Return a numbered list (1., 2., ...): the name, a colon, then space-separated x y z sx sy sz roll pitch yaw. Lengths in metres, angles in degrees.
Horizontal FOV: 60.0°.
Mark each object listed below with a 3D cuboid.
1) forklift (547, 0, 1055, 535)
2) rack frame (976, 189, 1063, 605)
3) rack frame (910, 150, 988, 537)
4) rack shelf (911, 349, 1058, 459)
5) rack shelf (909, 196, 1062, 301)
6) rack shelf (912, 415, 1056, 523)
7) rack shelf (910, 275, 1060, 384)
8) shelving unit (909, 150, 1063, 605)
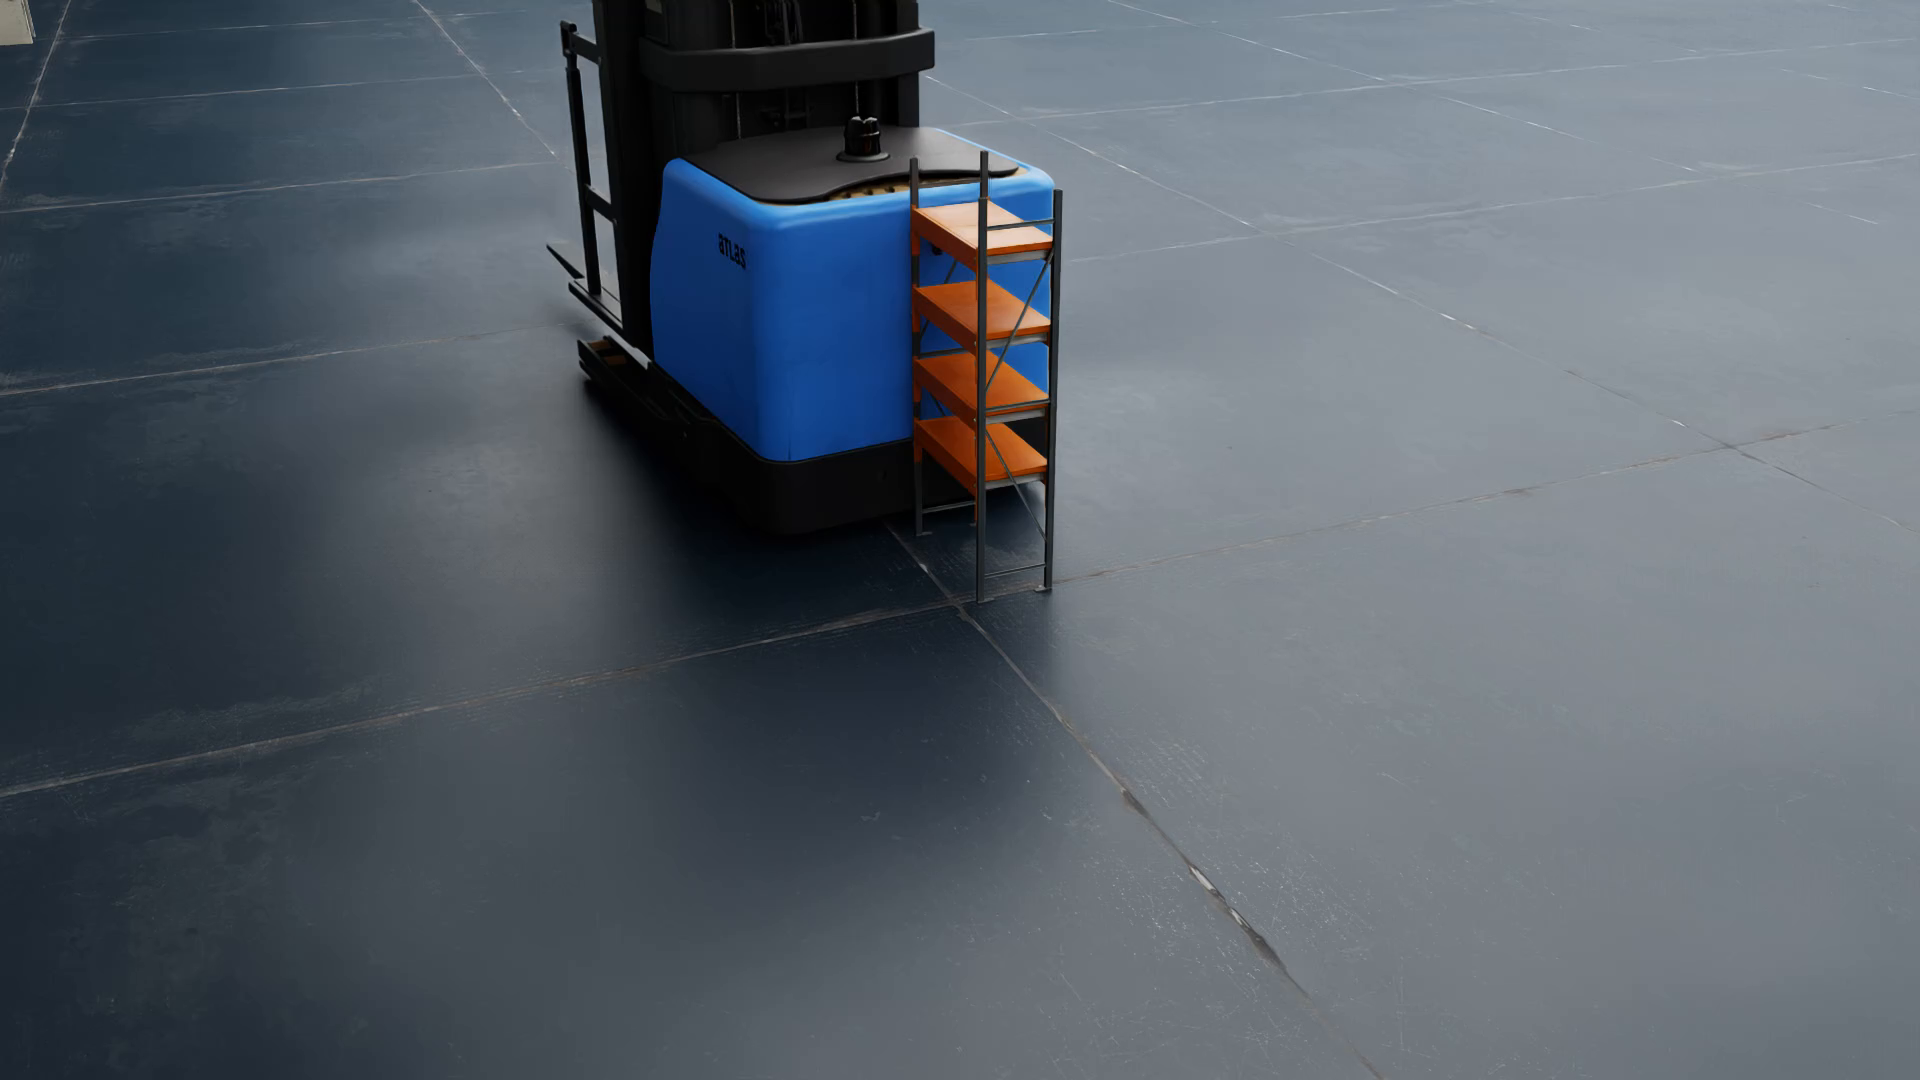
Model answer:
1. forklift: -0.837 -1.944 5.891 1.130 2.935 3.031 -13 29 -26
2. rack frame: 0.160 -0.374 4.648 0.240 1.200 0.015 -11 28 -21
3. rack frame: -0.031 -0.571 5.052 0.240 1.200 0.015 -11 28 -21
4. rack shelf: 0.065 -0.412 4.879 0.258 0.148 0.480 -11 28 -21
5. rack shelf: 0.065 -0.825 4.677 0.258 0.148 0.480 -11 28 -21
6. rack shelf: 0.065 -0.233 4.967 0.258 0.148 0.480 -11 28 -21
7. rack shelf: 0.065 -0.613 4.781 0.258 0.148 0.480 -11 28 -21
8. shelving unit: 0.065 -0.472 4.850 0.258 1.200 0.503 -11 28 -21
